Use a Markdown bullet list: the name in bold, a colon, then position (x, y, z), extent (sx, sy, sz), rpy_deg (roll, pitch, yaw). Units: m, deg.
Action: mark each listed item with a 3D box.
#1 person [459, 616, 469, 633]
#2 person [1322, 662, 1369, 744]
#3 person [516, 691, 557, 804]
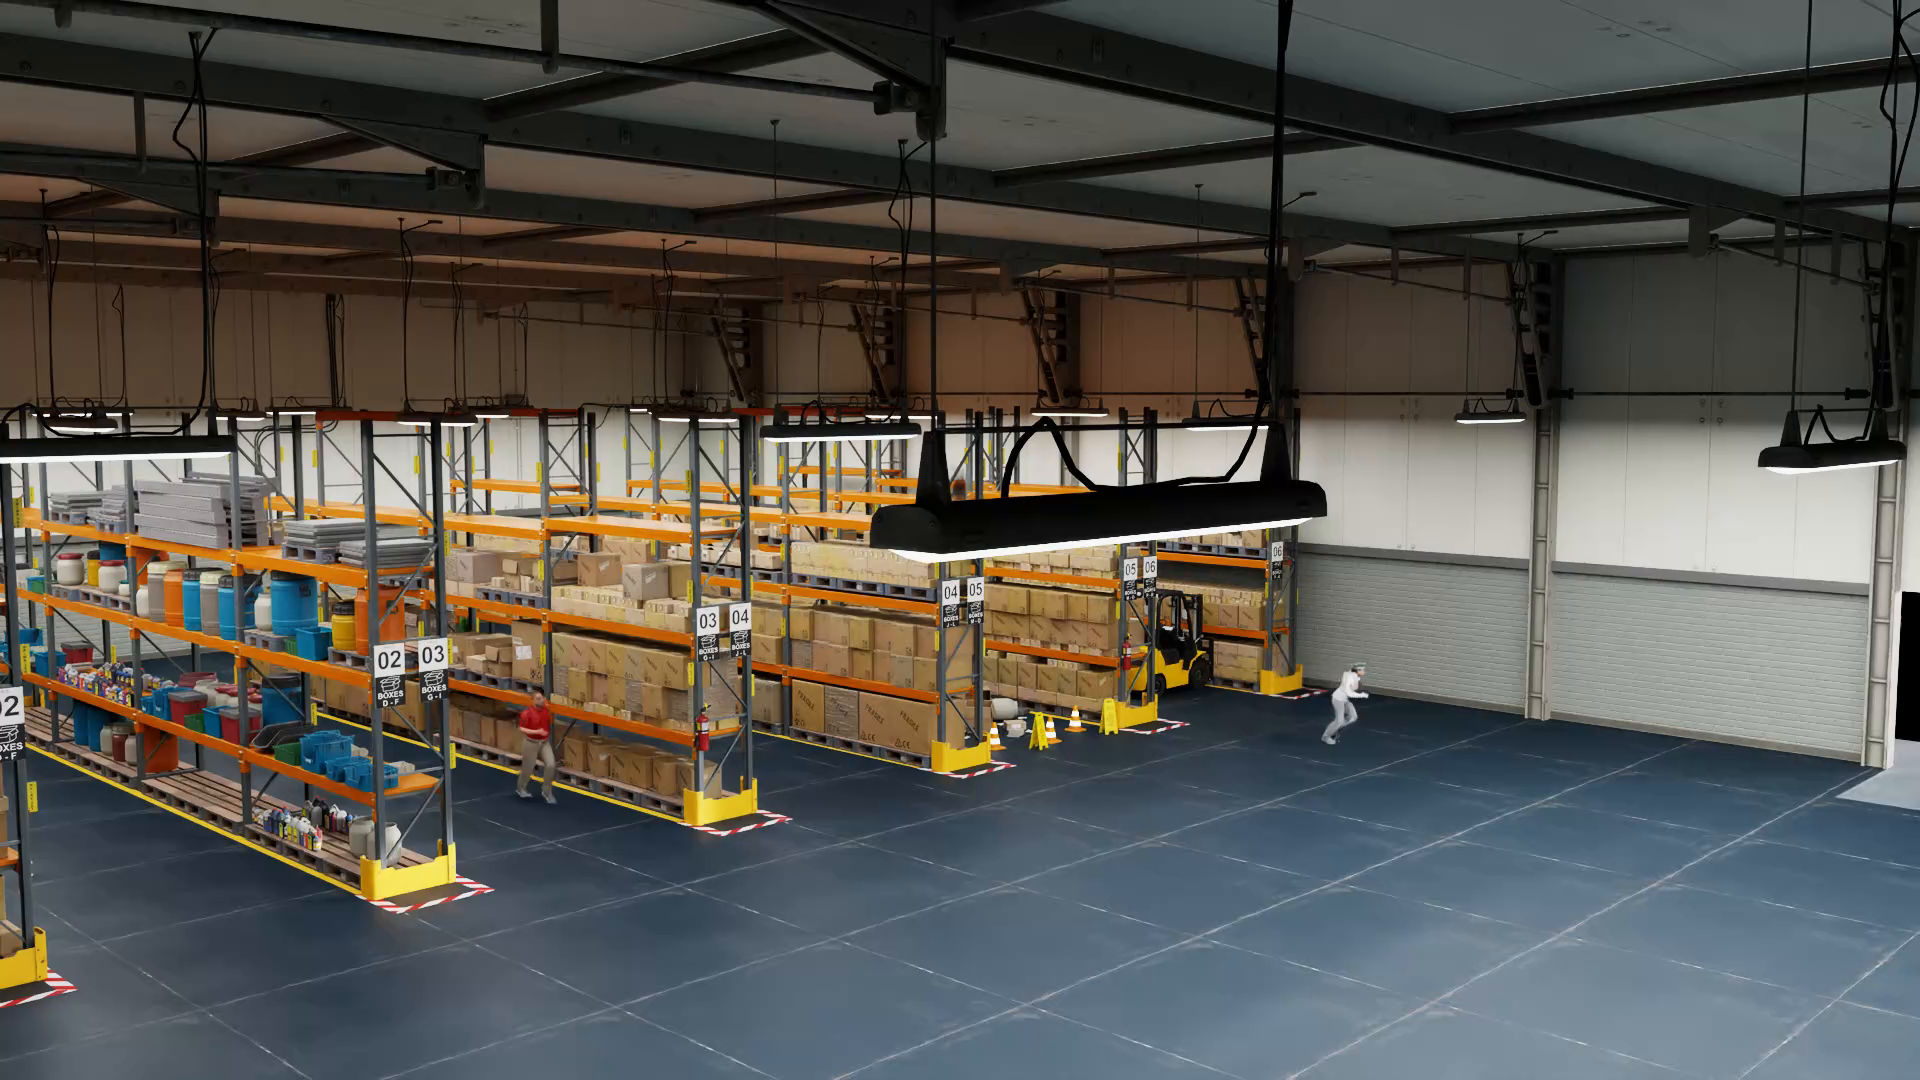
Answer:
- **person**: position (-11.834, 1.912, 40.223), extent (0.884, 1.771, 0.698), rpy_deg (-4, 6, -35)
- **person**: position (6.969, 2.927, 29.991), extent (0.840, 1.506, 0.644), rpy_deg (2, 6, 25)
- **person**: position (-6.549, 3.214, 25.674), extent (0.852, 1.784, 0.599), rpy_deg (5, 7, 44)
